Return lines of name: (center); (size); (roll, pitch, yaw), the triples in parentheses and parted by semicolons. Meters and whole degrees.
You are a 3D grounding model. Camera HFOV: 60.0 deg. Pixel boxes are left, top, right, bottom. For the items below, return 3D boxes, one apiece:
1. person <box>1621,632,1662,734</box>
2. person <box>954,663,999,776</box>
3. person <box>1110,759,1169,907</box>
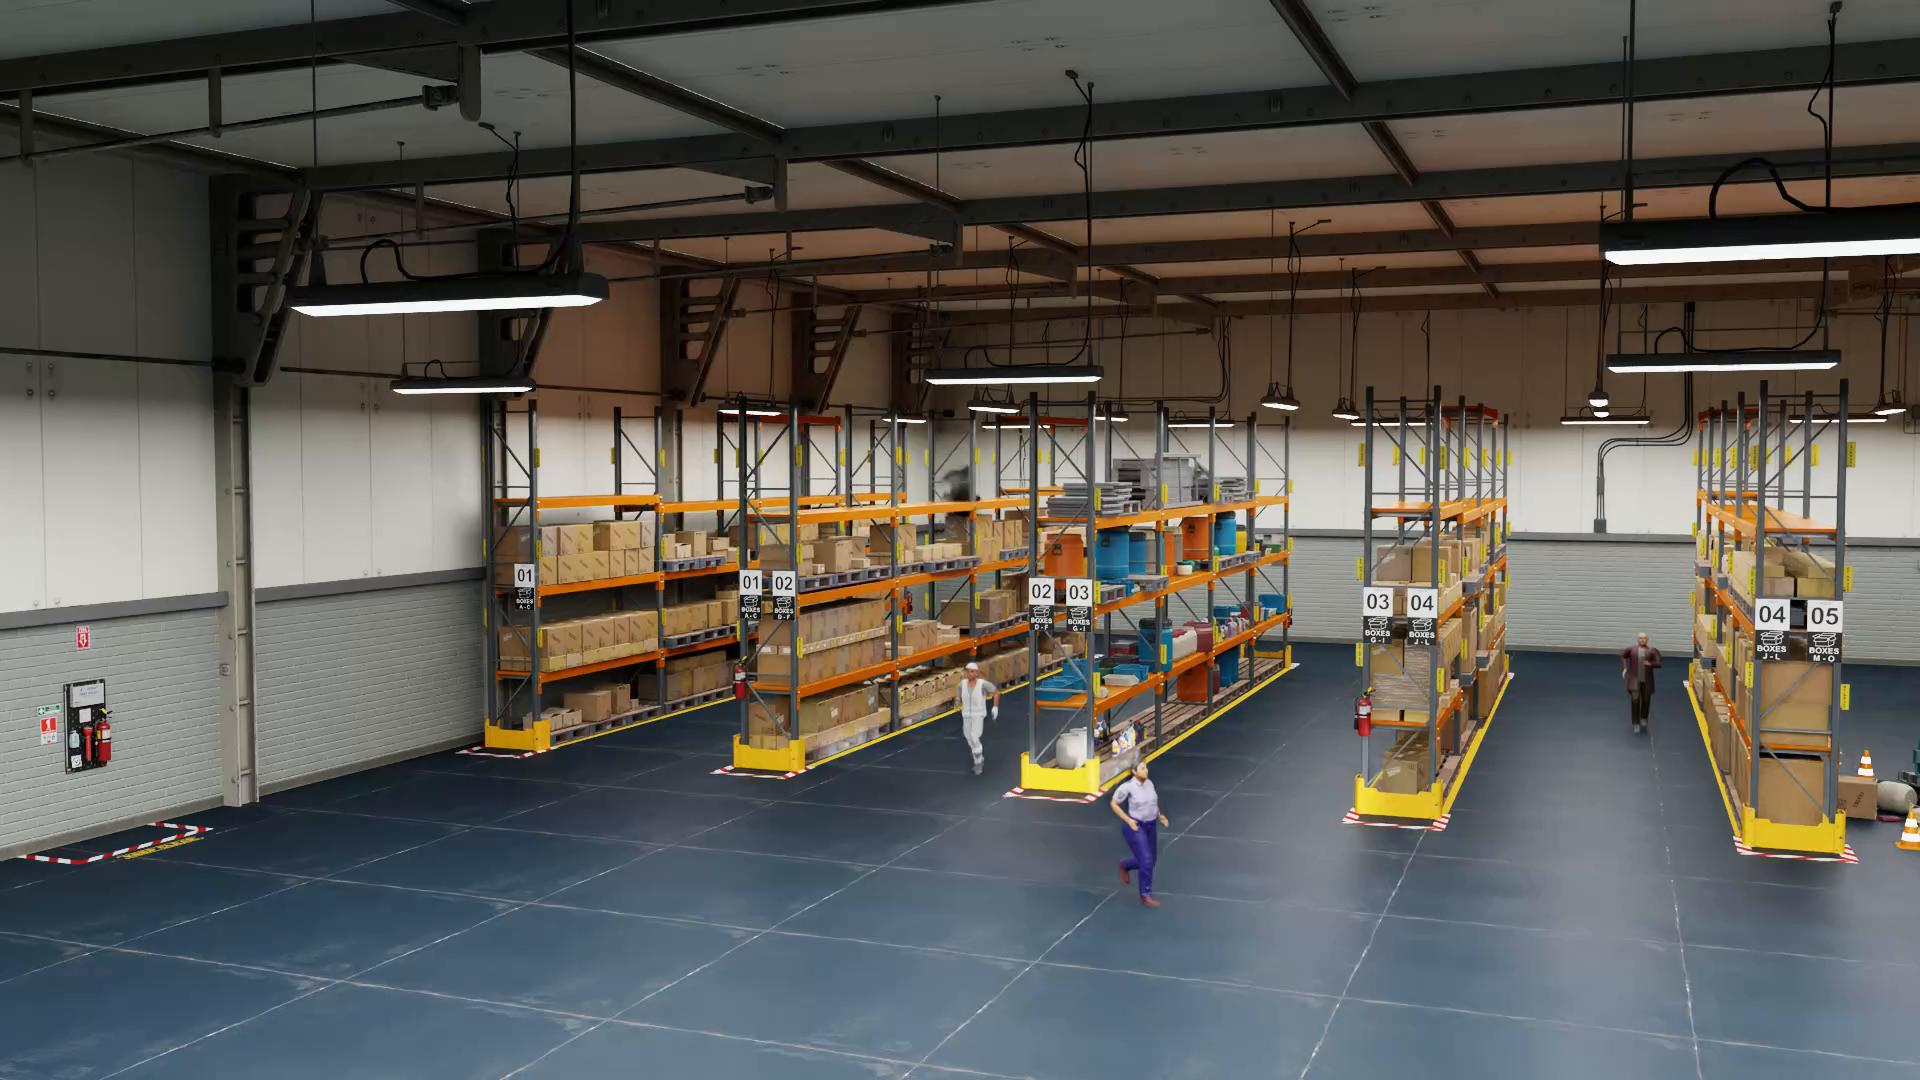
person: (12.471, 2.588, 30.438); (0.689, 1.801, 1.007); (1, 3, 19)
person: (0.230, 2.823, 26.368); (0.675, 1.777, 0.802); (1, 3, 25)
person: (1.995, 3.282, 18.792); (0.607, 1.631, 0.745); (-2, 4, -41)
